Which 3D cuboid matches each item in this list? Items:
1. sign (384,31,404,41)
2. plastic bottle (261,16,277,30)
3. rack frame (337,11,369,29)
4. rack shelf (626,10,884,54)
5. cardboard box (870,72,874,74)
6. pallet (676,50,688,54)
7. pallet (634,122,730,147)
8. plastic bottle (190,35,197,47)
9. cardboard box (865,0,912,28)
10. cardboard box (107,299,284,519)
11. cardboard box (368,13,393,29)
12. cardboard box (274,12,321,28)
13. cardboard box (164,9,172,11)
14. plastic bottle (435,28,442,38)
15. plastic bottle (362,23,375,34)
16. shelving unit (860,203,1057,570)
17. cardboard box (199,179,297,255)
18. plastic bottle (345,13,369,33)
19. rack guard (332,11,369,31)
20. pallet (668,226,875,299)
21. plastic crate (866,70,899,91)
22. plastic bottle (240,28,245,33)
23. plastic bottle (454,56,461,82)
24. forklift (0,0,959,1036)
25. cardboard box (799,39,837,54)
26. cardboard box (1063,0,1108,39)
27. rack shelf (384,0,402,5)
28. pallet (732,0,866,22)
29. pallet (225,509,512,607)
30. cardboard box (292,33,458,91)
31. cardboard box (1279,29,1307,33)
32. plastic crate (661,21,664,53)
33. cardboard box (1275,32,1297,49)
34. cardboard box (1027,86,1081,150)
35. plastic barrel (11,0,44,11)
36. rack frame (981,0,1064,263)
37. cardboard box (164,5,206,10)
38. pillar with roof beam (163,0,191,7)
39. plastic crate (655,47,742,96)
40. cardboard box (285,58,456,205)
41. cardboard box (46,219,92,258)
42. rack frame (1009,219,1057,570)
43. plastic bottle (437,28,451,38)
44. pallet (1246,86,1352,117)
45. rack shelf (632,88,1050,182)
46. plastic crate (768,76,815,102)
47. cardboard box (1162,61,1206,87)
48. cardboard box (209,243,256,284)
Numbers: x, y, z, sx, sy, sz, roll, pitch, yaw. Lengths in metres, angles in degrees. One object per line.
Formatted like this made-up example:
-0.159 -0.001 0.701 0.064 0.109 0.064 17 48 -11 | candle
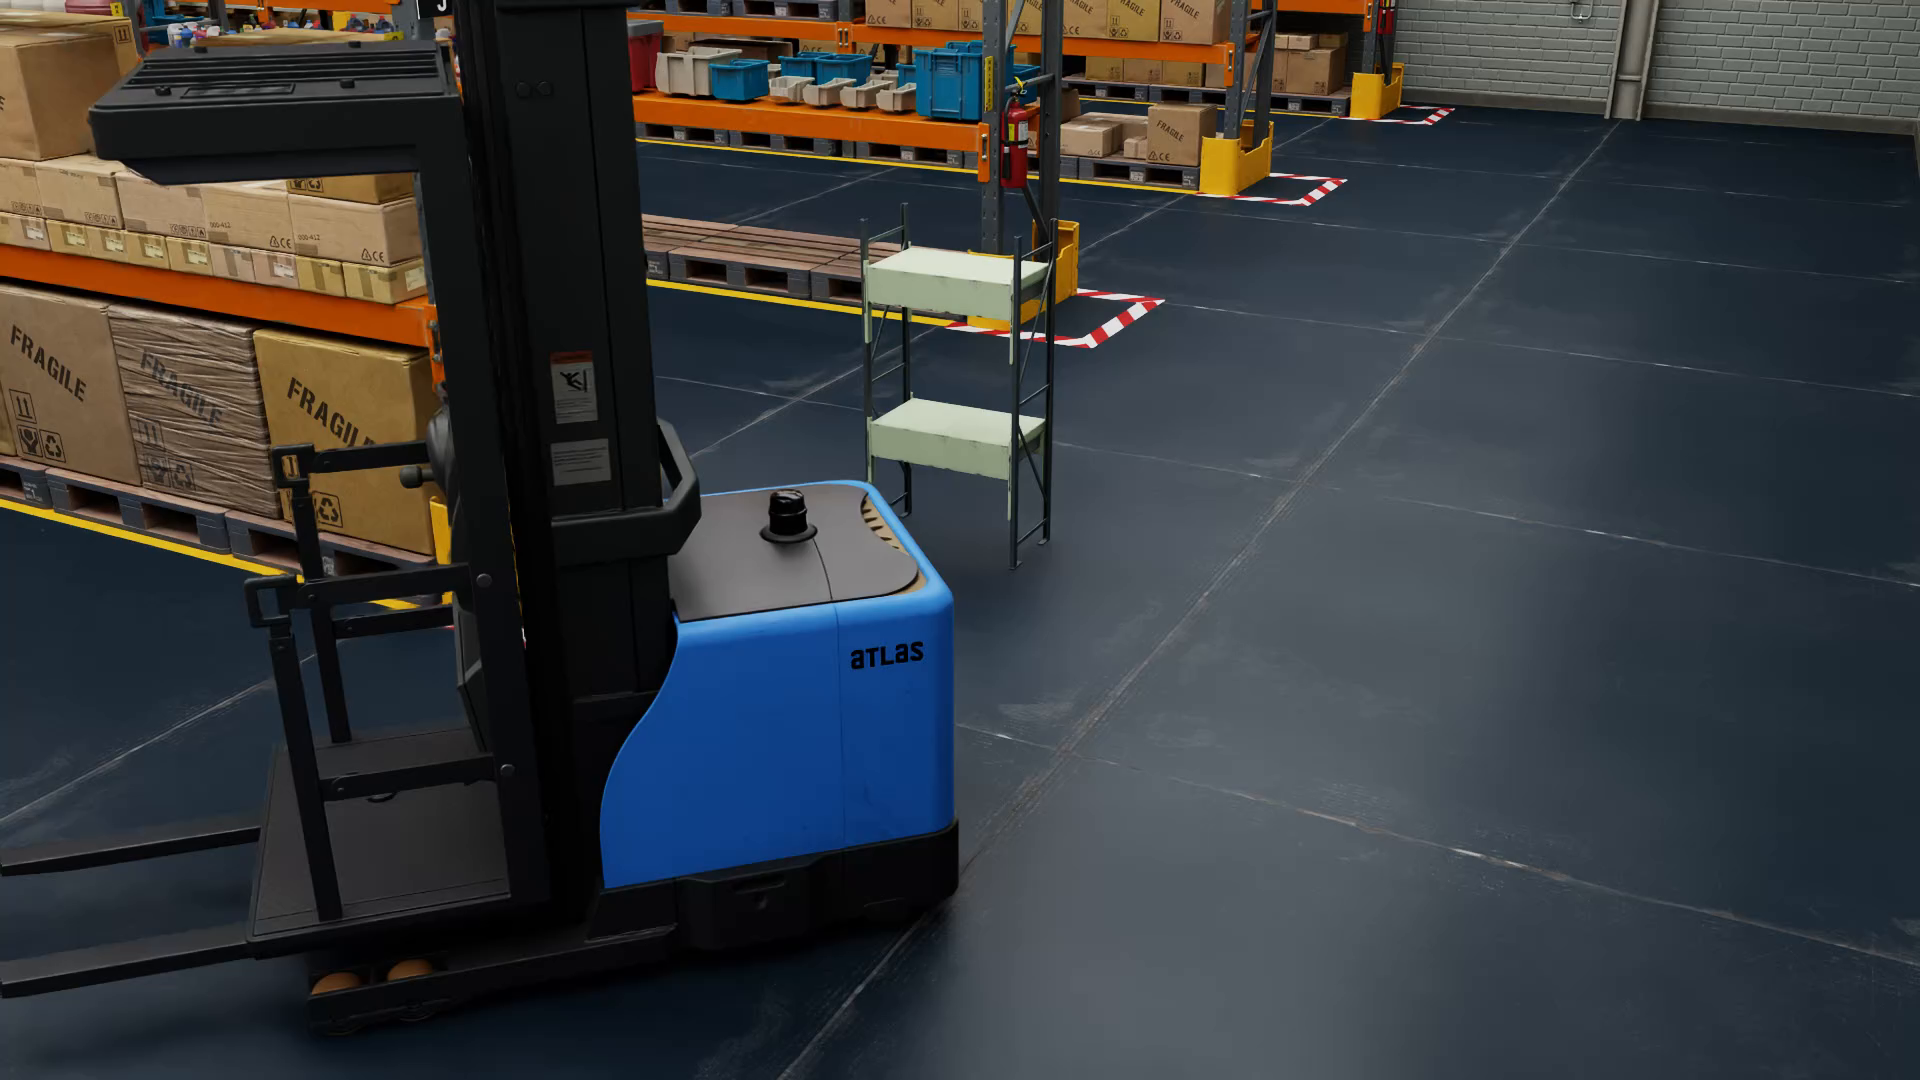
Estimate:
-2.075 -1.712 6.160 0.005 0.325 0.100 11 25 25 | sign
-5.963 -4.383 14.372 0.133 0.283 0.061 11 25 25 | plastic bottle
-9.391 -9.272 25.720 0.127 3.000 1.000 11 25 25 | rack frame
-2.699 -5.445 17.639 4.000 0.370 1.077 11 25 25 | rack shelf
-1.236 -4.645 17.472 0.500 0.500 0.500 10 25 22 | cardboard box
-4.034 -6.931 23.777 1.213 0.211 1.003 11 25 25 | pallet
-2.750 -4.485 18.026 1.213 0.211 1.003 11 25 25 | pallet
-6.304 -4.072 13.745 0.097 0.201 0.097 0 23 0 | plastic bottle
-0.582 -5.283 16.213 0.500 0.500 0.500 12 26 26 | cardboard box
-3.237 -0.718 7.784 0.875 0.875 0.875 11 25 25 | cardboard box
-8.815 -8.084 25.799 0.500 0.311 0.500 8 24 19 | cardboard box
-8.326 -6.299 20.748 0.500 0.500 0.500 11 25 25 | cardboard box
-10.346 -6.471 21.151 0.500 0.500 0.500 11 25 25 | cardboard box
-4.055 -3.769 12.842 0.185 0.351 0.144 11 25 25 | plastic bottle
-4.892 -4.144 13.811 0.133 0.283 0.061 11 25 25 | plastic bottle
-0.006 -0.691 7.459 0.755 1.500 0.431 11 25 25 | shelving unit
-2.822 -1.408 7.039 0.500 0.250 0.500 11 25 24 | cardboard box
-5.025 -4.210 13.879 0.185 0.351 0.144 11 25 25 | plastic bottle
-9.324 -8.108 26.178 0.348 0.500 1.175 11 25 25 | rack guard
-1.386 -2.079 12.368 1.213 0.211 1.003 11 25 25 | pallet
-0.509 -3.257 11.836 0.298 0.136 0.250 11 25 25 | plastic crate
-5.764 -3.994 13.459 0.133 0.283 0.061 11 25 25 | plastic bottle
-3.766 -3.569 12.564 0.097 0.201 0.097 0 23 0 | plastic bottle
-1.579 -0.223 4.529 3.031 2.935 1.130 -7 24 -16 | forklift
-1.655 -6.888 22.324 0.750 0.750 0.750 11 25 24 | cardboard box
1.226 -4.927 15.374 0.500 0.500 0.500 11 26 25 | cardboard box
-3.602 -2.659 7.257 4.000 0.370 1.077 11 25 25 | rack shelf
-1.578 -5.513 17.127 1.213 0.211 1.003 11 25 25 | pallet
-2.566 -0.088 7.686 1.213 0.211 1.003 11 25 25 | pallet
-2.570 -1.937 7.326 0.500 0.500 0.500 11 25 23 | cardboard box
3.967 -6.014 19.887 0.250 0.149 0.380 11 26 25 | cardboard box
-2.582 -3.750 12.679 0.575 0.384 0.392 11 25 25 | plastic crate
3.792 -5.881 19.574 0.250 0.149 0.380 12 26 26 | cardboard box
0.765 -4.146 16.294 0.637 0.503 0.797 11 25 25 | cardboard box
-8.113 -4.632 14.667 0.421 0.512 0.421 0 23 0 | plastic barrel
0.417 -2.987 10.941 0.127 3.000 1.000 11 25 25 | rack frame
-10.111 -6.652 21.578 0.500 0.500 0.500 11 25 25 | cardboard box
-15.673 -11.767 23.922 0.400 9.000 9.100 11 25 25 | pillar with roof beam
-1.873 -3.332 11.828 0.530 0.282 0.437 11 25 25 | plastic crate
-2.371 -1.664 6.684 0.500 0.500 0.500 12 26 25 | cardboard box
-3.881 -1.405 7.541 0.250 0.149 0.380 10 25 23 | cardboard box
0.321 -0.627 7.307 0.023 1.500 0.400 11 25 25 | rack frame
-4.220 -4.014 13.515 0.135 0.276 0.152 11 25 25 | plastic bottle
4.138 -5.278 19.890 1.213 0.211 1.003 11 25 25 | pallet
-1.368 -3.009 11.912 4.000 0.370 1.077 11 25 25 | rack shelf
-1.176 -3.117 11.506 0.250 0.136 0.298 11 25 25 | plastic crate
2.843 -5.847 20.324 0.500 0.500 0.700 12 26 26 | cardboard box
-2.964 -1.224 7.116 0.250 0.149 0.380 12 26 25 | cardboard box
